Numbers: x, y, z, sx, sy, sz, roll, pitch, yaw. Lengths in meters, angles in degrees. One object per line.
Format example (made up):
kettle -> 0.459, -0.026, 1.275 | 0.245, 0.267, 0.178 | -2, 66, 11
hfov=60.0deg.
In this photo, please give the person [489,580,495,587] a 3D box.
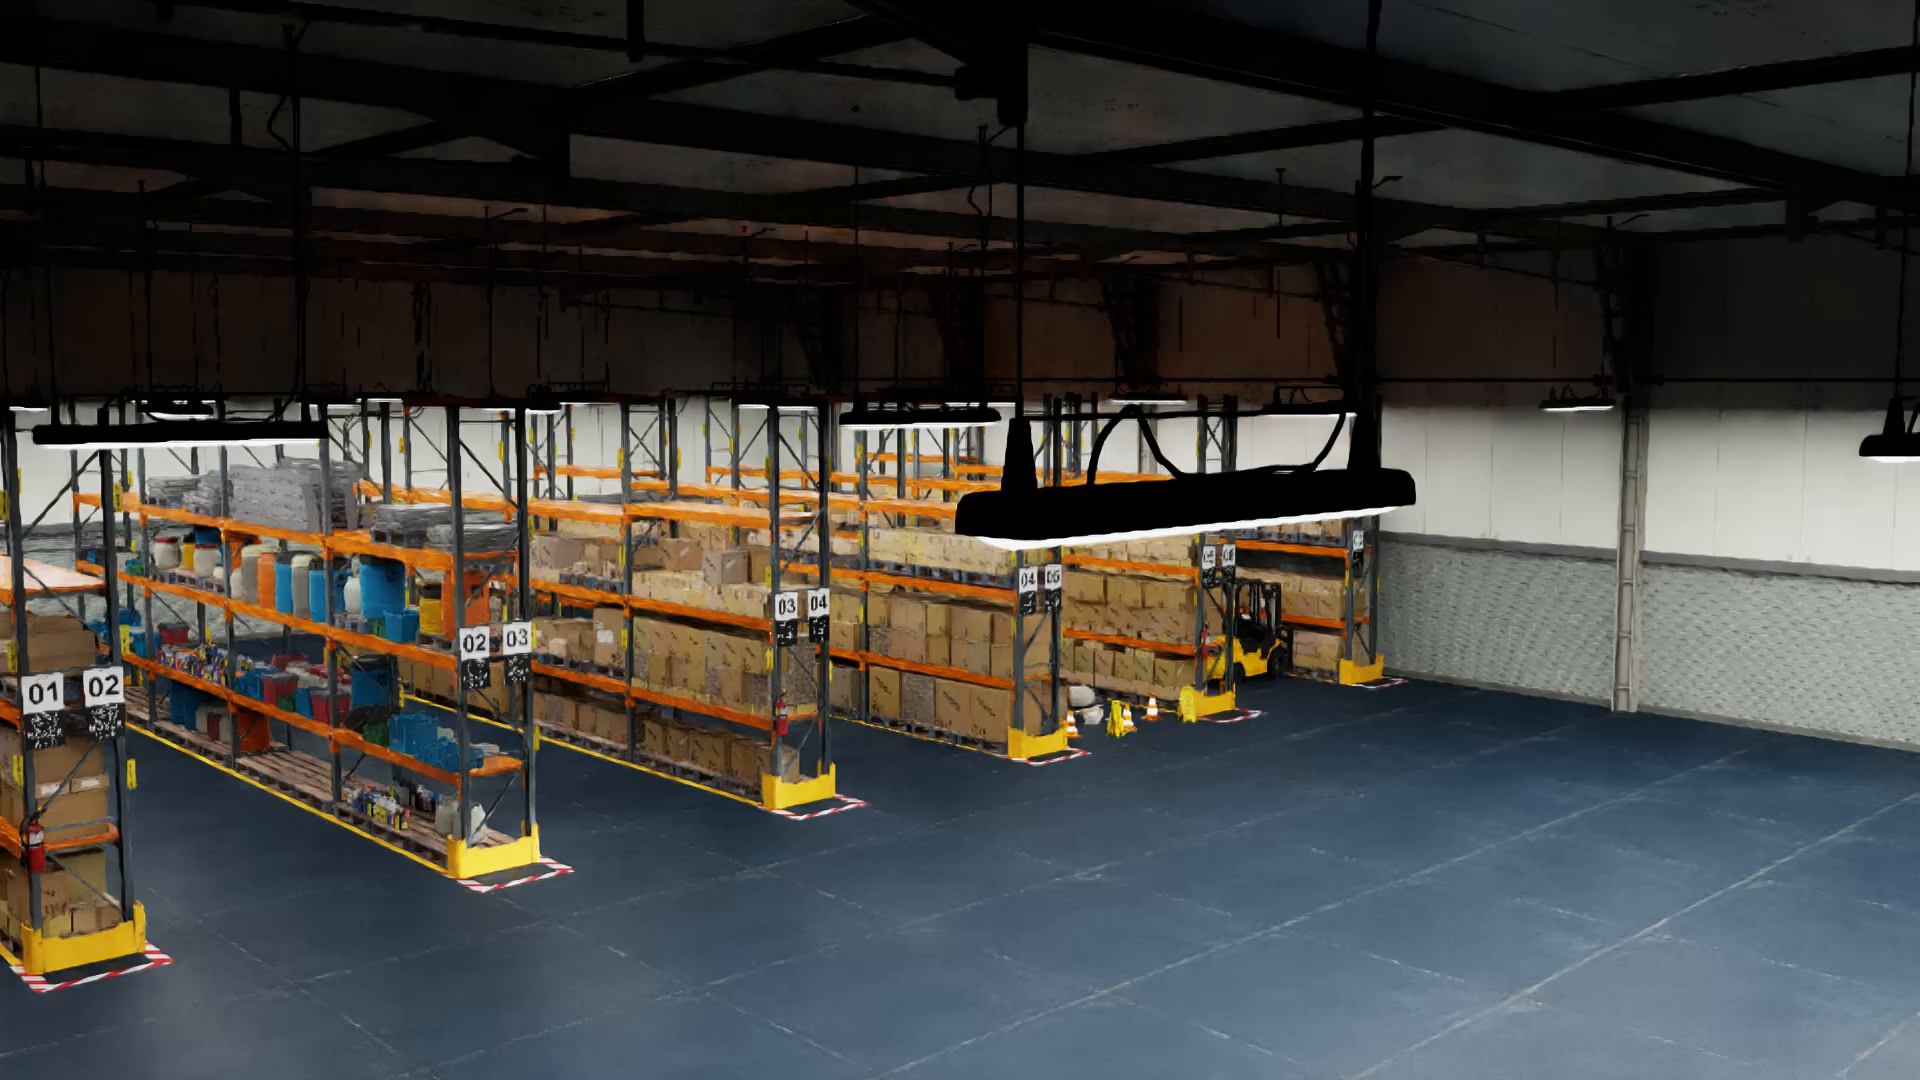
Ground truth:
person -> -11.690, 1.498, 41.254 | 0.531, 1.697, 0.977 | -2, 6, -22
